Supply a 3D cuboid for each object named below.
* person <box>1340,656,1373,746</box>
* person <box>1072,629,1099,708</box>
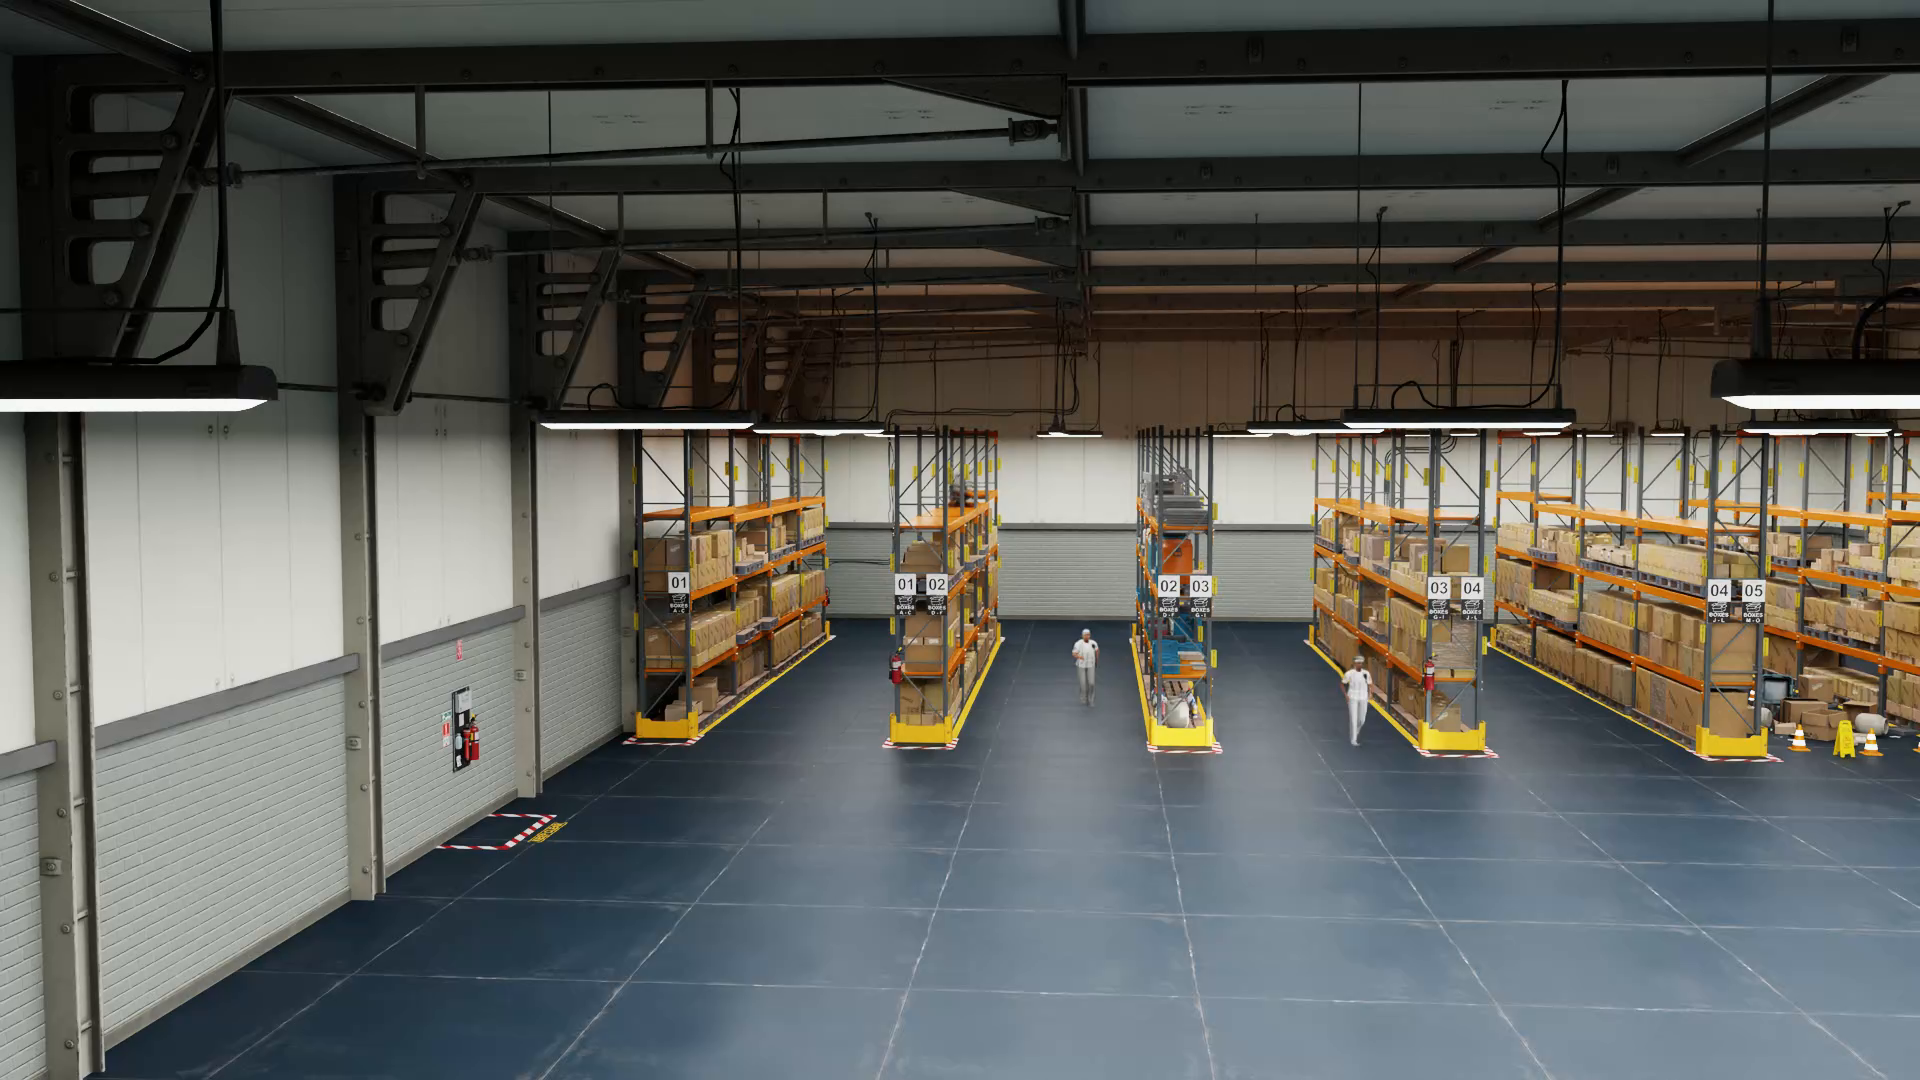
[{"bbox_3d":[7.502,3.023,31.430,0.614,1.703,0.755,0,3,1],"label":"person"},{"bbox_3d":[2.700,2.767,35.712,0.592,1.718,0.725,0,3,0],"label":"person"}]
